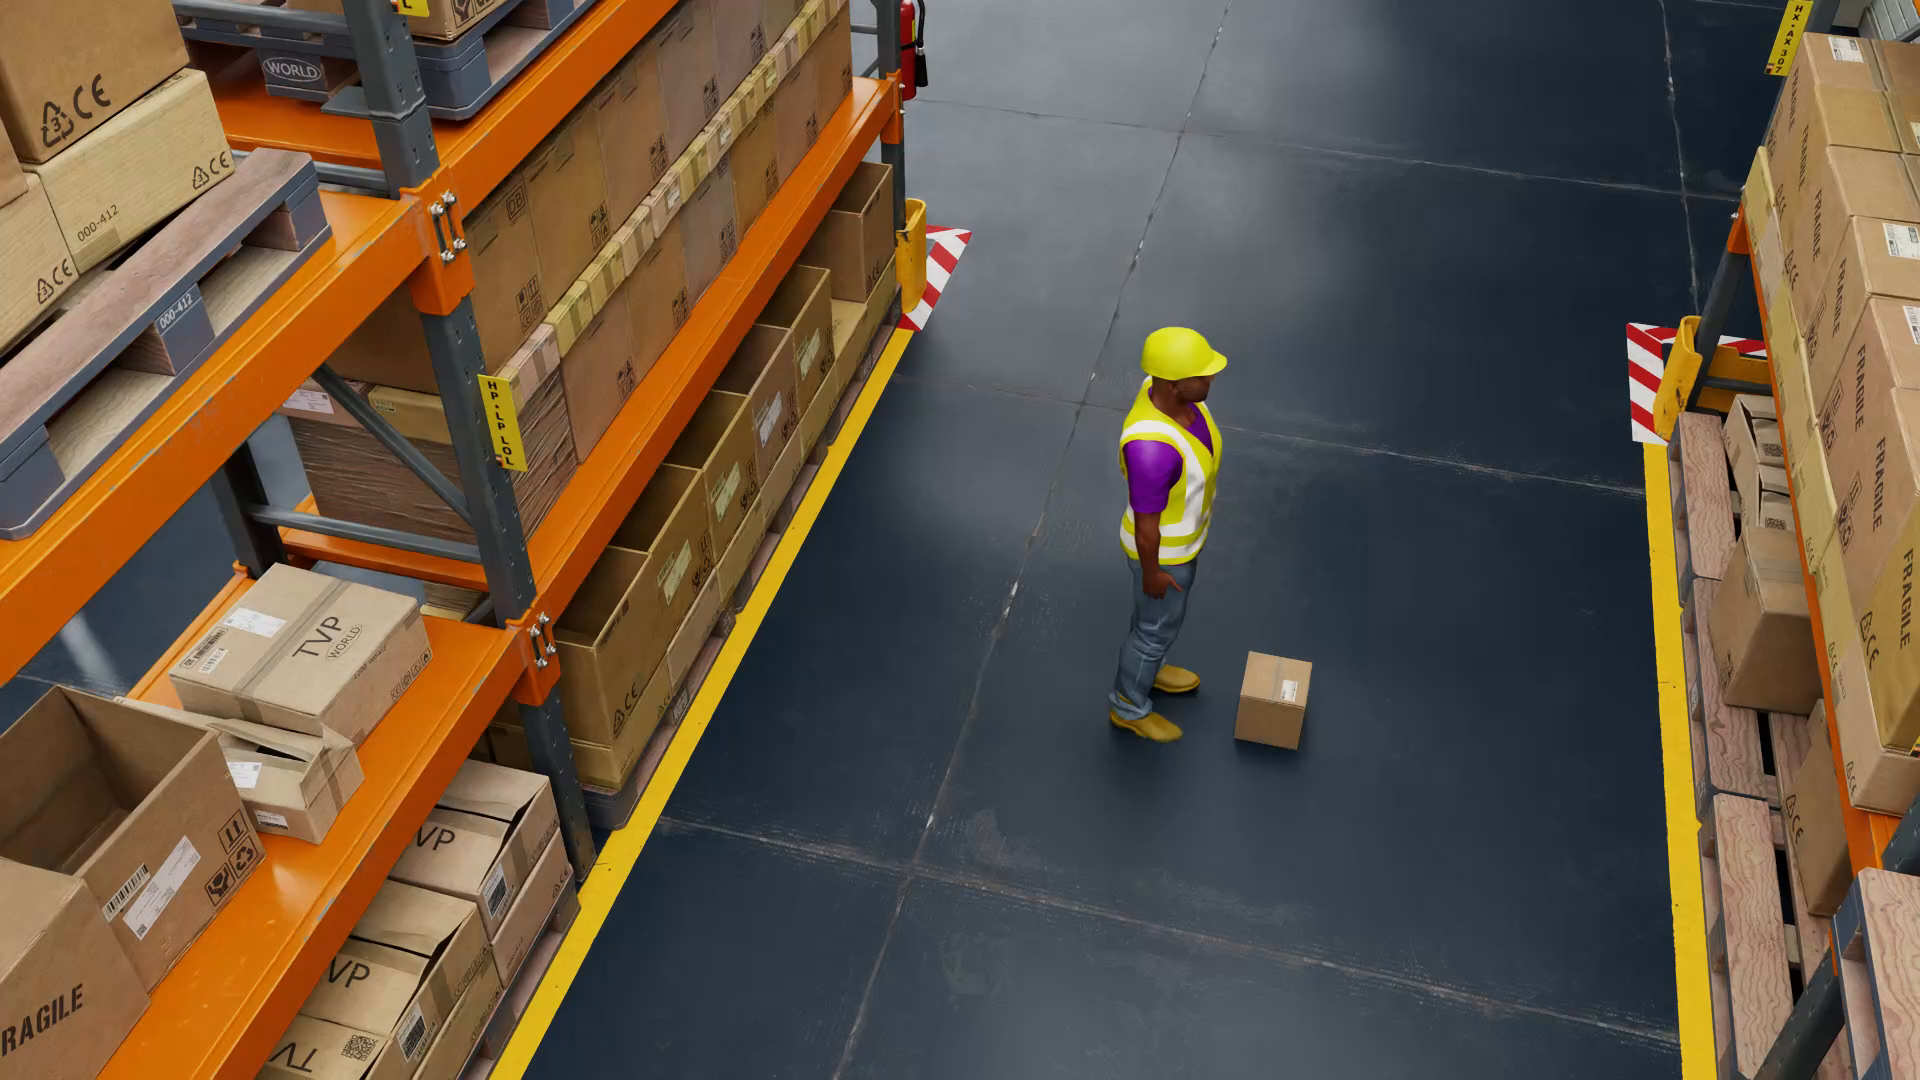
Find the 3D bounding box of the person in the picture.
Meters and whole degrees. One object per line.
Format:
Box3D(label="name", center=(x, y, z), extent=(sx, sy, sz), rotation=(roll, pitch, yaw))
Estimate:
Box3D(label="person", center=(0.769, -0.020, 6.182), extent=(0.371, 1.787, 0.564), rotation=(11, 42, 12))
